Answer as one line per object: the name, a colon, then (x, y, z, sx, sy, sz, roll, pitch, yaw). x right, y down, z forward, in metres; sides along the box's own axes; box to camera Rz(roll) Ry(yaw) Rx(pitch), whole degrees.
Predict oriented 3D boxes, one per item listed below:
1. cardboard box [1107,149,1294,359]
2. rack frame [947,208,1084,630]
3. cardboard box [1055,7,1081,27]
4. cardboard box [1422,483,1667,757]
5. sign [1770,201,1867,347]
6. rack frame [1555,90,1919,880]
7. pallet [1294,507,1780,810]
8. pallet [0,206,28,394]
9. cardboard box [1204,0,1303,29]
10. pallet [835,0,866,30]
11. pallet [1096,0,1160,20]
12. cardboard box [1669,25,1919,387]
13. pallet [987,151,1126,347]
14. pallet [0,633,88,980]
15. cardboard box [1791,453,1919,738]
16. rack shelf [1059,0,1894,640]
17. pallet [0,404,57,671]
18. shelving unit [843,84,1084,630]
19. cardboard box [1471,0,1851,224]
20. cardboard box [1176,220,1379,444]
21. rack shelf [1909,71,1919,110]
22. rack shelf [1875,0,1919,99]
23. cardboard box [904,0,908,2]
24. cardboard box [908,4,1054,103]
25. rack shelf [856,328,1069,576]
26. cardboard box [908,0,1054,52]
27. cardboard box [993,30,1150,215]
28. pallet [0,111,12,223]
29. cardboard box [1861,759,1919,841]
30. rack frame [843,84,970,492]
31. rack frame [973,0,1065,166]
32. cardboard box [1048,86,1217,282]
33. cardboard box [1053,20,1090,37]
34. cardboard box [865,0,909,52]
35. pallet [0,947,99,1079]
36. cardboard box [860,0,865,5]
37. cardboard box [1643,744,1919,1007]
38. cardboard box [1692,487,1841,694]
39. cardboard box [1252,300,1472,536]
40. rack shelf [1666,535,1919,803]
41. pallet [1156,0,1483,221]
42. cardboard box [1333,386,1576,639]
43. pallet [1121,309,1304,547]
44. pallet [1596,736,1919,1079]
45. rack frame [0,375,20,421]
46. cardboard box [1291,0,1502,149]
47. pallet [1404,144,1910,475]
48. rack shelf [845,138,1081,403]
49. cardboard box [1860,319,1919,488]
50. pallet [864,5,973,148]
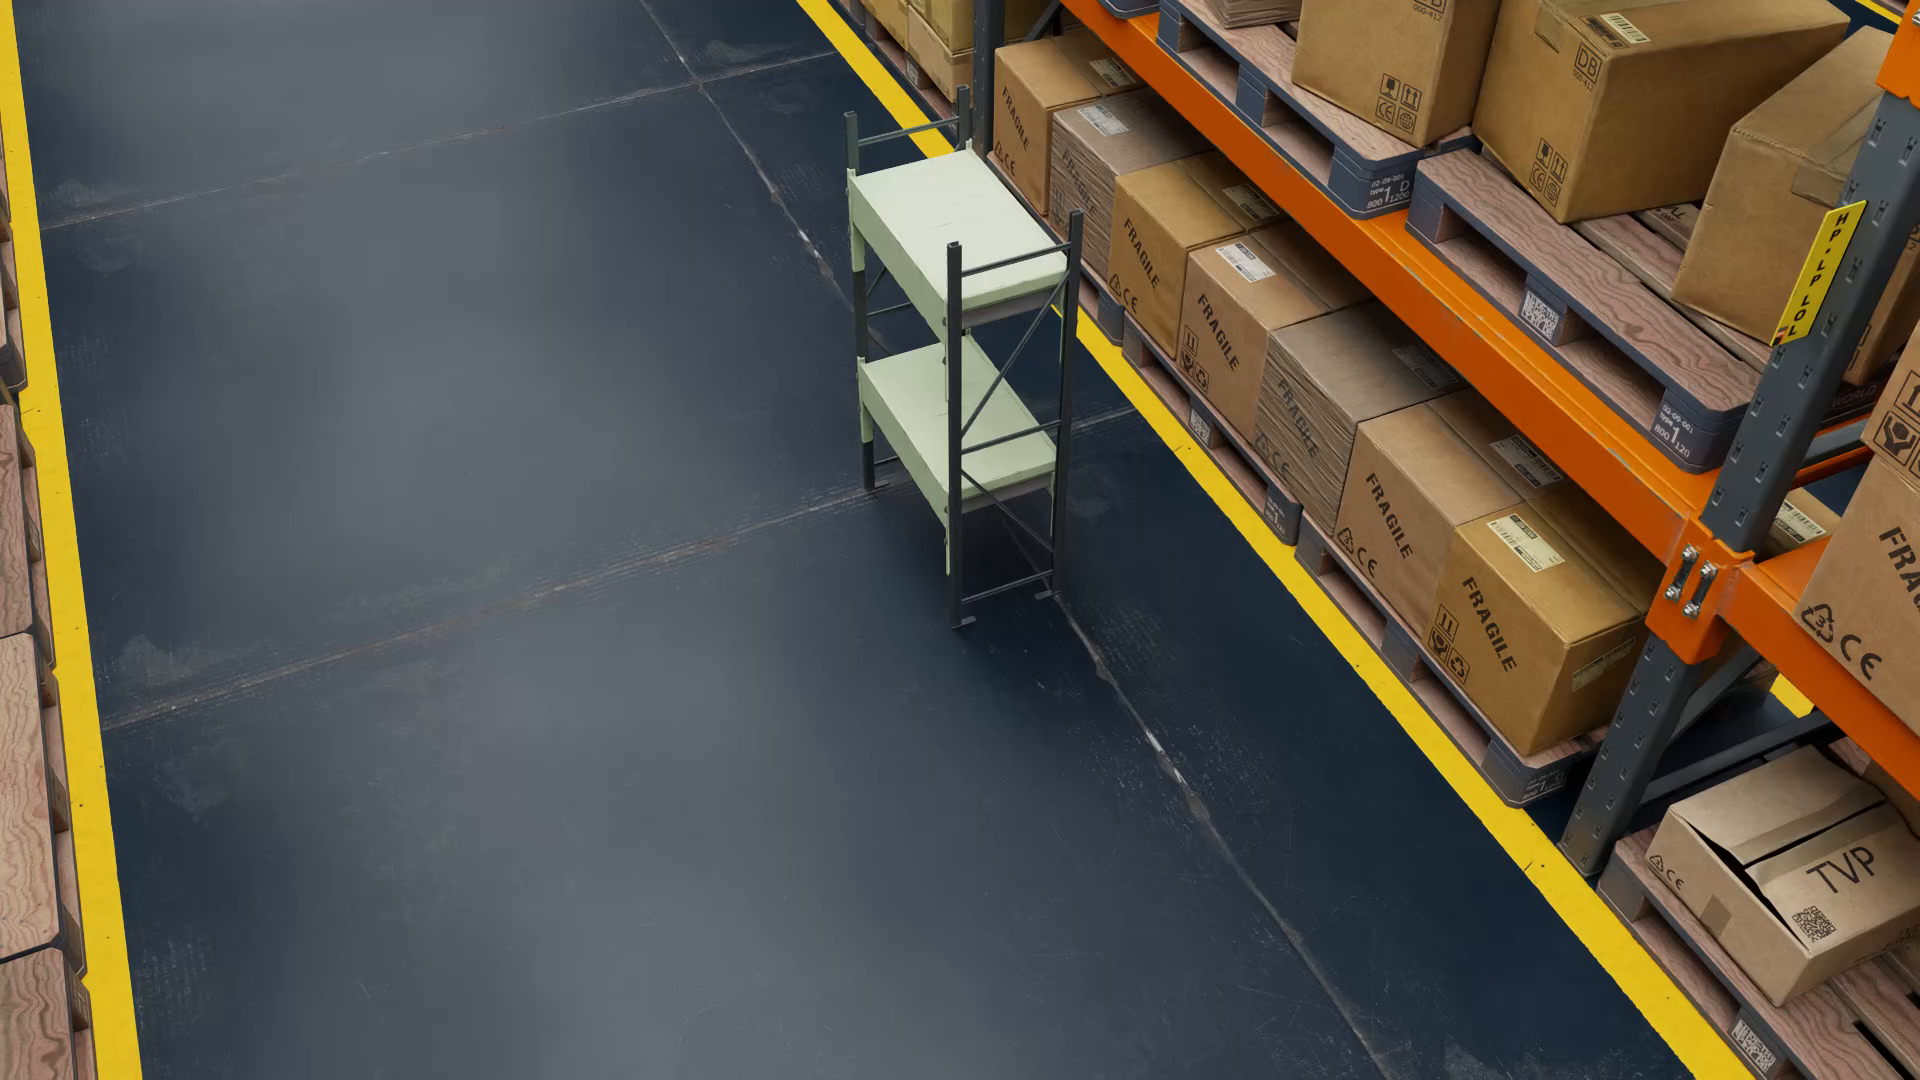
cardboard box: (0.897, -1.070, 6.165, 0.500, 0.500, 0.500, -19, 48, -18)
rack frame: (0.151, -0.305, 4.991, 0.400, 1.500, 0.023, -18, 47, -17)
cardboard box: (0.579, -2.622, 7.531, 0.500, 0.311, 0.500, -17, 47, -16)
cardboard box: (1.748, 0.222, 4.856, 0.500, 0.500, 0.500, -18, 47, -18)
sign: (1.713, -0.528, 3.325, 0.100, 0.325, 0.005, -18, 47, -17)
rack frame: (2.215, -0.282, 3.900, 1.000, 3.000, 0.127, -18, 47, -17)
pallet: (1.839, 0.204, 5.393, 1.003, 0.211, 1.213, -18, 47, -17)
pallet: (-4.253, -0.883, 6.495, 1.003, 0.211, 1.213, -18, 47, -17)
cardboard box: (1.112, -2.009, 5.280, 0.700, 0.500, 0.500, -10, 45, -10)
pallet: (-0.287, -3.151, 8.793, 1.003, 0.211, 1.213, -18, 47, -17)
pallet: (0.882, -2.351, 6.134, 1.213, 0.211, 1.003, -18, 47, -17)
cardboard box: (2.219, -0.835, 4.090, 0.700, 0.500, 0.500, -34, 54, -30)
pallet: (0.813, -1.351, 6.969, 1.003, 0.211, 1.213, -18, 47, -17)
pallet: (-3.084, 0.889, 4.699, 1.003, 0.211, 1.213, -18, 47, -17)
cardboard box: (2.182, 0.088, 3.454, 0.500, 0.500, 0.500, -17, 47, -16)
rack shelf: (1.374, -1.300, 5.444, 1.077, 0.370, 4.000, -18, 47, -17)
pallet: (-3.593, 0.112, 5.486, 1.003, 0.211, 1.213, -18, 47, -17)
shelving unit: (-0.003, -0.538, 5.228, 0.431, 1.500, 0.755, -18, 47, -17)
cardboard box: (1.872, -1.254, 4.515, 0.700, 0.500, 0.500, -11, 46, -11)
cardboard box: (1.121, -0.739, 5.830, 0.500, 0.500, 0.500, -20, 48, -19)
rack shelf: (3.056, 0.181, 1.807, 1.077, 0.370, 4.000, -18, 47, -17)
rack shelf: (1.374, -2.368, 4.391, 1.077, 0.370, 4.000, -18, 47, -17)
cardboard box: (-0.135, -2.792, 7.703, 0.500, 0.311, 0.500, -19, 48, -18)
cardboard box: (0.091, -2.265, 7.568, 0.500, 0.250, 0.500, -17, 47, -16)
rack shelf: (-0.003, -0.306, 5.457, 0.431, 0.370, 0.720, -18, 47, -17)
cardboard box: (0.090, -2.462, 7.369, 0.500, 0.311, 0.500, -17, 47, -16)
cardboard box: (0.465, -1.723, 6.827, 0.500, 0.500, 0.500, -16, 47, -16)
pallet: (-4.762, -1.659, 7.281, 1.003, 0.211, 1.213, -18, 47, -17)
cardboard box: (2.712, 0.731, 4.340, 0.500, 0.500, 0.500, -18, 47, -17)
rack frame: (-0.157, -0.771, 5.464, 0.400, 1.500, 0.023, -18, 47, -17)
rack frame: (0.533, -2.831, 6.483, 1.000, 3.000, 0.127, -18, 47, -17)
cardboard box: (0.691, -1.391, 6.491, 0.500, 0.500, 0.500, -20, 48, -19)
cardboard box: (0.579, -2.422, 7.728, 0.500, 0.250, 0.500, -18, 47, -18)
cardboard box: (-0.129, -2.592, 7.900, 0.500, 0.250, 0.500, -19, 48, -18)
pallet: (-2.567, 1.667, 3.910, 1.003, 0.211, 1.213, -18, 47, -17)
cardboard box: (-0.338, -2.914, 8.226, 0.500, 0.250, 0.500, -17, 47, -17)
cardboard box: (2.195, 0.850, 4.354, 0.500, 0.311, 0.500, -18, 47, -17)
cardboard box: (2.233, 0.071, 5.009, 0.500, 0.500, 0.500, -20, 48, -19)
cardboard box: (1.337, -0.416, 5.502, 0.500, 0.500, 0.500, -17, 47, -17)
rack shelf: (3.056, 1.249, 2.861, 1.077, 0.370, 4.000, -18, 47, -17)
pallet: (1.355, -1.525, 5.296, 1.003, 0.211, 1.213, -18, 47, -17)
cardboard box: (1.547, -0.096, 5.178, 0.500, 0.500, 0.500, -18, 47, -17)
pallet: (1.322, -0.575, 6.182, 1.003, 0.211, 1.213, -18, 47, -17)
pallet: (2.503, 1.149, 4.436, 1.003, 0.211, 1.213, -18, 47, -17)
rack frame: (-3.963, -1.370, 5.003, 1.000, 3.000, 0.127, -18, 47, -17)
cardboard box: (1.416, -1.575, 4.840, 0.700, 0.500, 0.500, -30, 52, -27)
pallet: (1.978, -0.755, 4.516, 1.003, 0.211, 1.213, -18, 47, -17)
rack shelf: (-0.003, -0.816, 4.953, 0.431, 0.370, 0.720, -18, 47, -17)
cardboard box: (2.158, -0.290, 3.125, 0.500, 0.500, 0.500, -17, 47, -16)
pallet: (0.222, -2.374, 8.006, 1.003, 0.211, 1.213, -18, 47, -17)
